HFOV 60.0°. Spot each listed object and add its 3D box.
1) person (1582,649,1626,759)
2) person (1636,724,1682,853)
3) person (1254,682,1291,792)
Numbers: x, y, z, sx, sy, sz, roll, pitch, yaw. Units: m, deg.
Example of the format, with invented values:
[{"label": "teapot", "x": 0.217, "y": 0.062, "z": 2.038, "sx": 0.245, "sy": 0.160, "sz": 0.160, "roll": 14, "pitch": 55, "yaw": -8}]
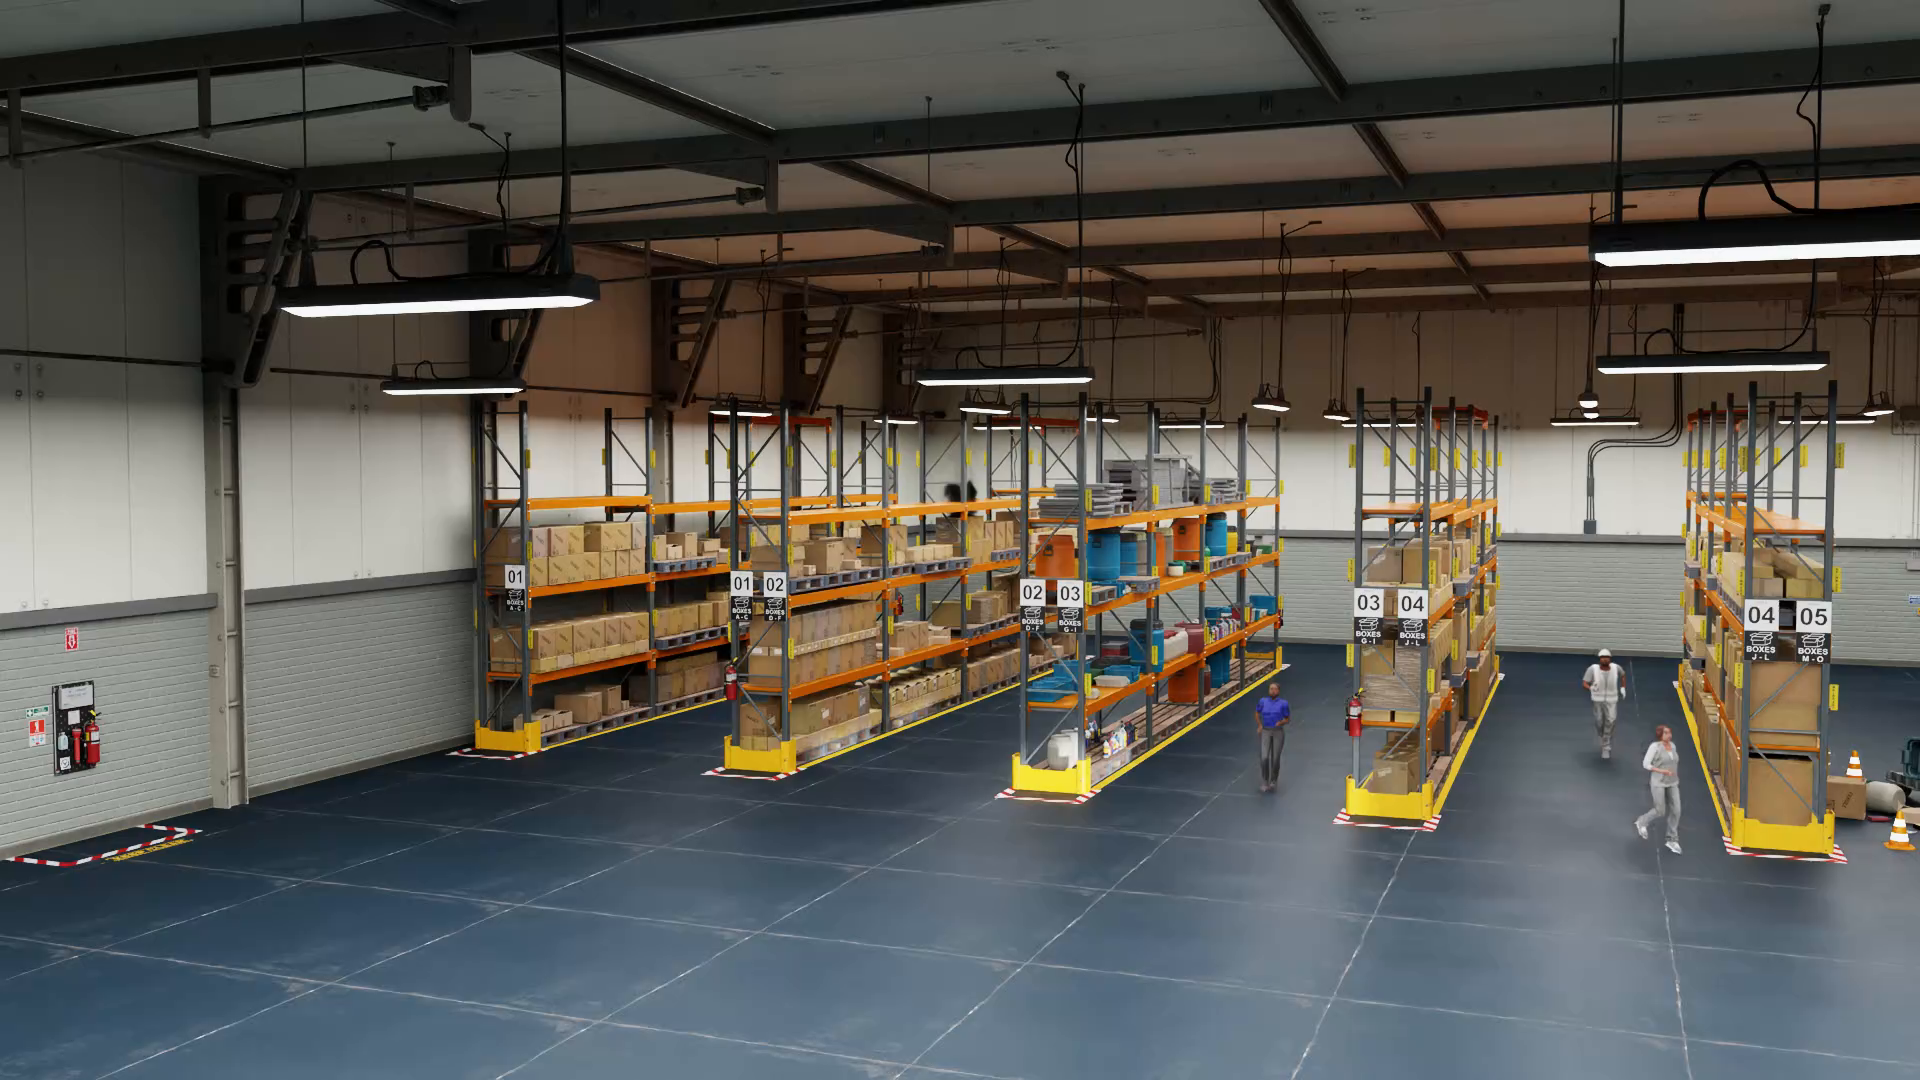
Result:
[{"label": "person", "x": 10.925, "y": 2.756, "z": 28.196, "sx": 0.715, "sy": 1.829, "sz": 0.948, "roll": 1, "pitch": 3, "yaw": 16}, {"label": "person", "x": 9.018, "y": 3.172, "z": 21.413, "sx": 0.540, "sy": 1.612, "sz": 0.713, "roll": -1, "pitch": 3, "yaw": -16}, {"label": "person", "x": 4.697, "y": 2.970, "z": 25.043, "sx": 0.550, "sy": 1.674, "sz": 0.678, "roll": 1, "pitch": 3, "yaw": 13}]
